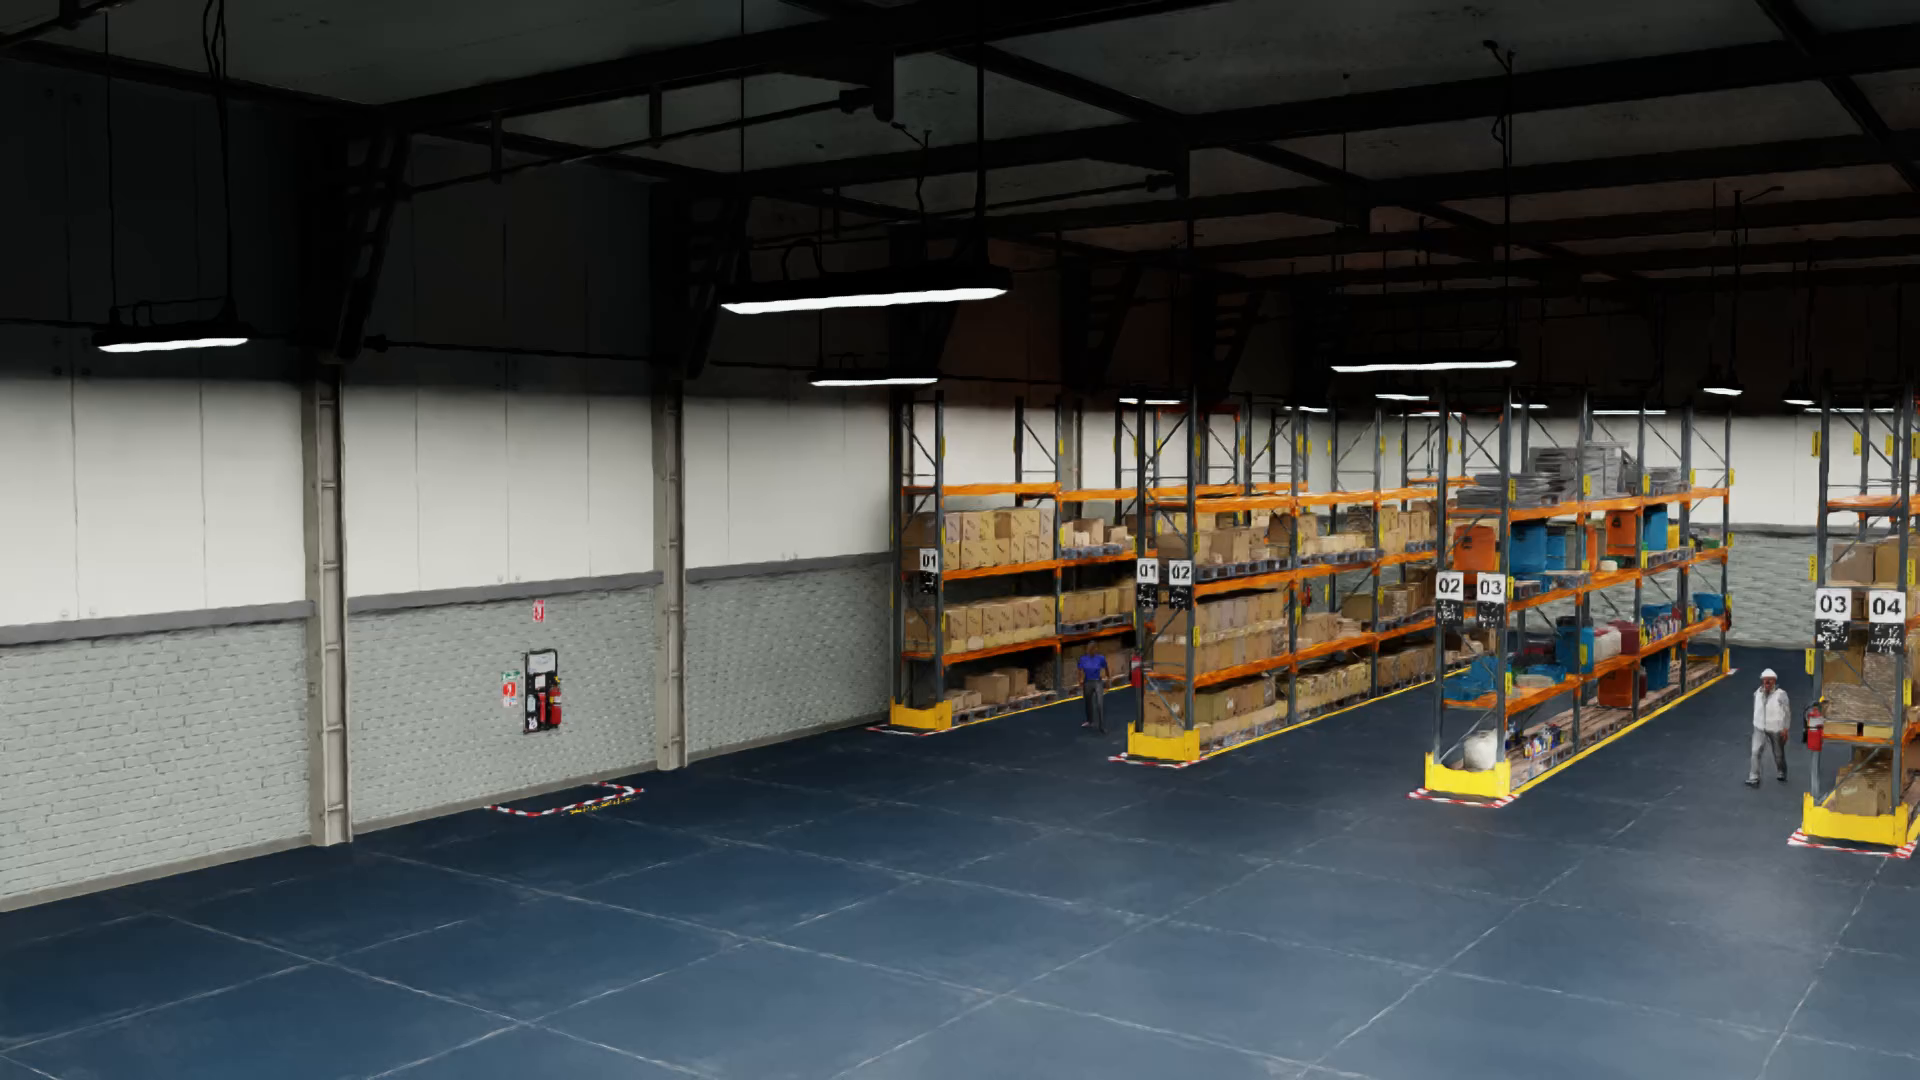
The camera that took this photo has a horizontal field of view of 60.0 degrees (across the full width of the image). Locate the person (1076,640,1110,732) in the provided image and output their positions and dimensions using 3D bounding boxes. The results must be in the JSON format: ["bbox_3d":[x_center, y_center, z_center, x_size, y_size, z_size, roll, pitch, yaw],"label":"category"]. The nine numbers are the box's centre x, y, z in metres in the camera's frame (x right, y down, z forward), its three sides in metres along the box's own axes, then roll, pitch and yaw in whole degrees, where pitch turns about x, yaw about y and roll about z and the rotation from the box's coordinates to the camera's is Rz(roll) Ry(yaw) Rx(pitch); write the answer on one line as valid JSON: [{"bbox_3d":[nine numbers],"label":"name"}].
[{"bbox_3d":[2.375,2.547,29.346,0.613,1.588,0.827,1,3,18],"label":"person"}]

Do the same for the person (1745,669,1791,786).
[{"bbox_3d":[11.984,2.762,24.559,0.549,1.741,0.964,3,4,43],"label":"person"}]
